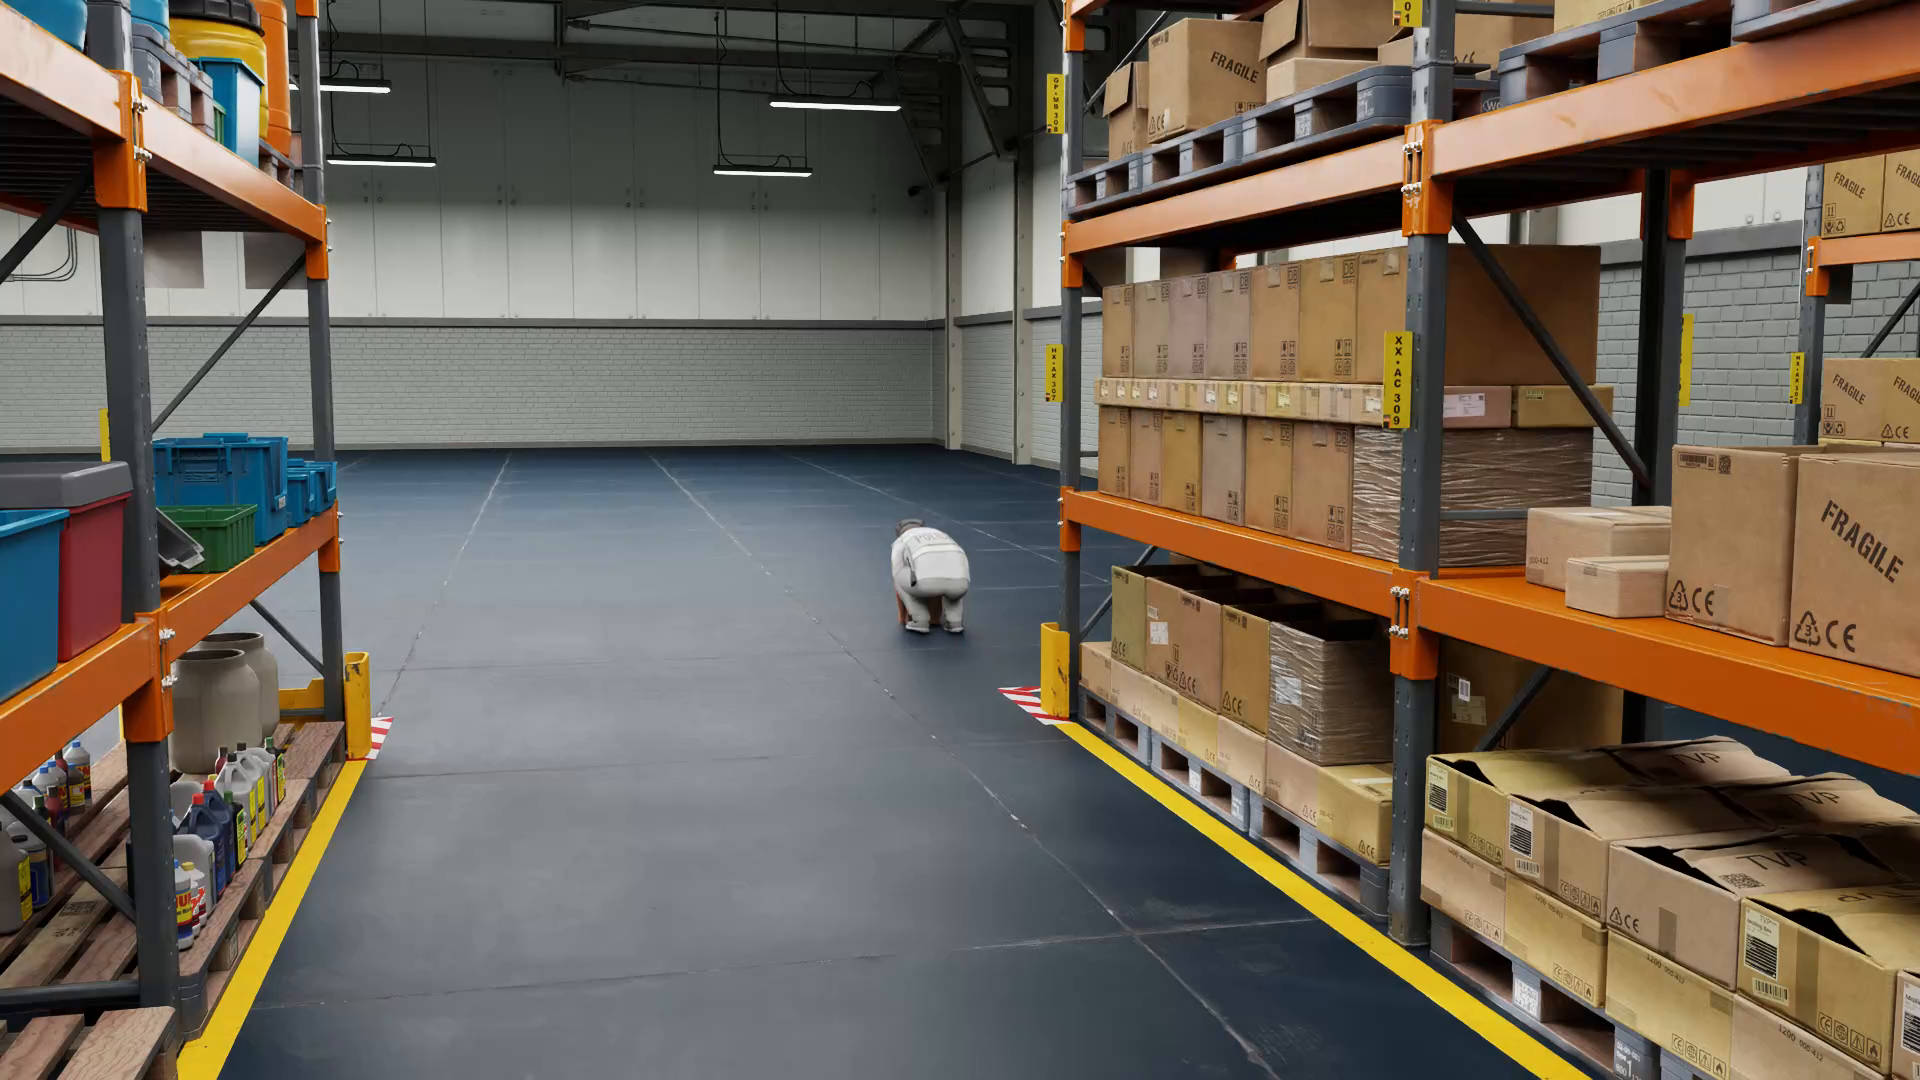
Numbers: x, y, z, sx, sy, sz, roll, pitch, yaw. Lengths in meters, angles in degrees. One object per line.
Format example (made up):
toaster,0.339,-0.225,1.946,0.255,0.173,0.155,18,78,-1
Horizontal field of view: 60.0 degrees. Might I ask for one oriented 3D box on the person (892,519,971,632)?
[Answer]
person,-0.235,0.262,12.767,0.525,0.878,1.031,-2,6,-16
